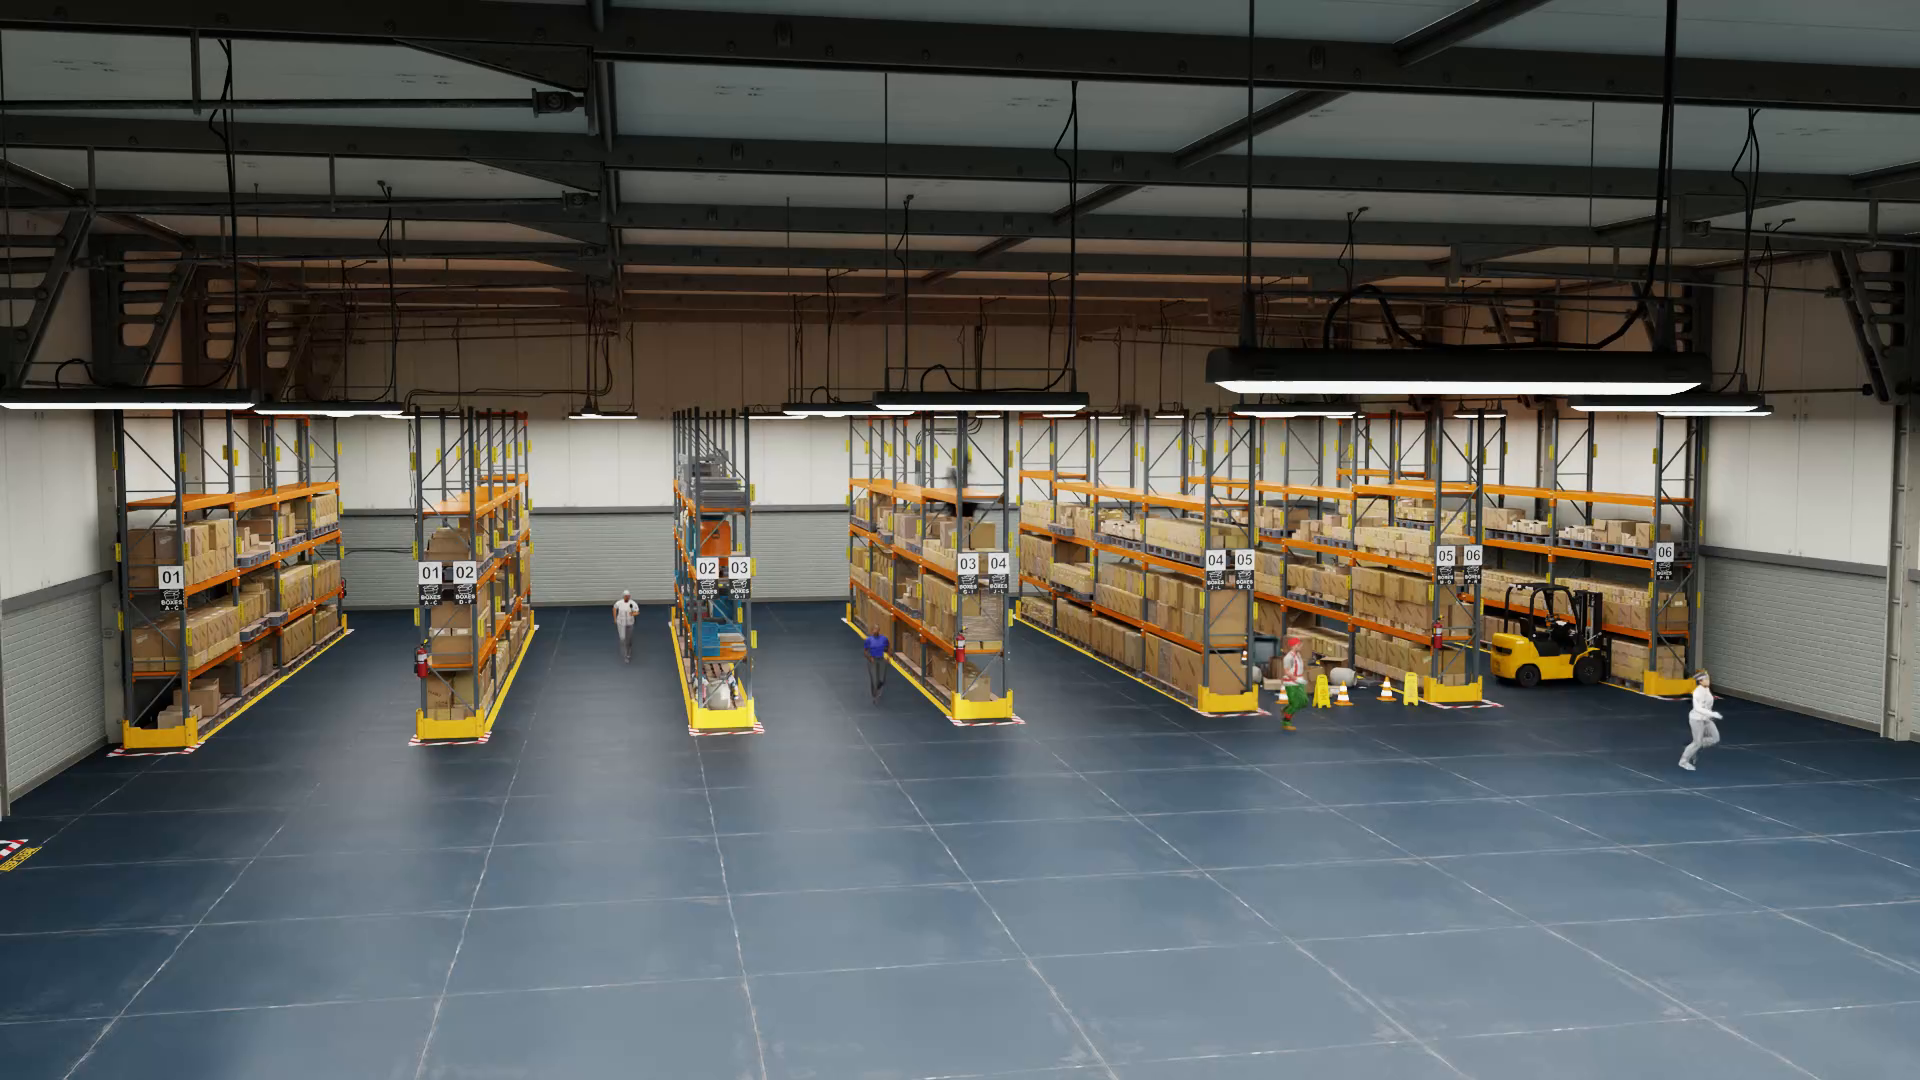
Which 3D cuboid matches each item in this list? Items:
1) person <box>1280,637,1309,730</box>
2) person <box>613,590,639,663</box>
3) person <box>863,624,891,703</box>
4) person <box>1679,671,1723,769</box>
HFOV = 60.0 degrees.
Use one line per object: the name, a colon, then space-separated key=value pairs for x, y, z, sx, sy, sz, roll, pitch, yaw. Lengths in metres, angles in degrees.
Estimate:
person: x=6.209 y=2.665 z=30.827 sx=0.633 sy=1.731 sz=0.655 roll=3 pitch=5 yaw=35
person: x=-7.989 y=2.051 z=39.848 sx=0.580 sy=1.711 sz=0.826 roll=-1 pitch=4 yaw=-18
person: x=-1.689 y=2.510 z=33.956 sx=0.608 sy=1.615 sz=0.581 roll=-1 pitch=4 yaw=-14
person: x=12.212 y=2.955 z=27.333 sx=0.639 sy=1.658 sz=0.678 roll=-4 pitch=6 yaw=-43
